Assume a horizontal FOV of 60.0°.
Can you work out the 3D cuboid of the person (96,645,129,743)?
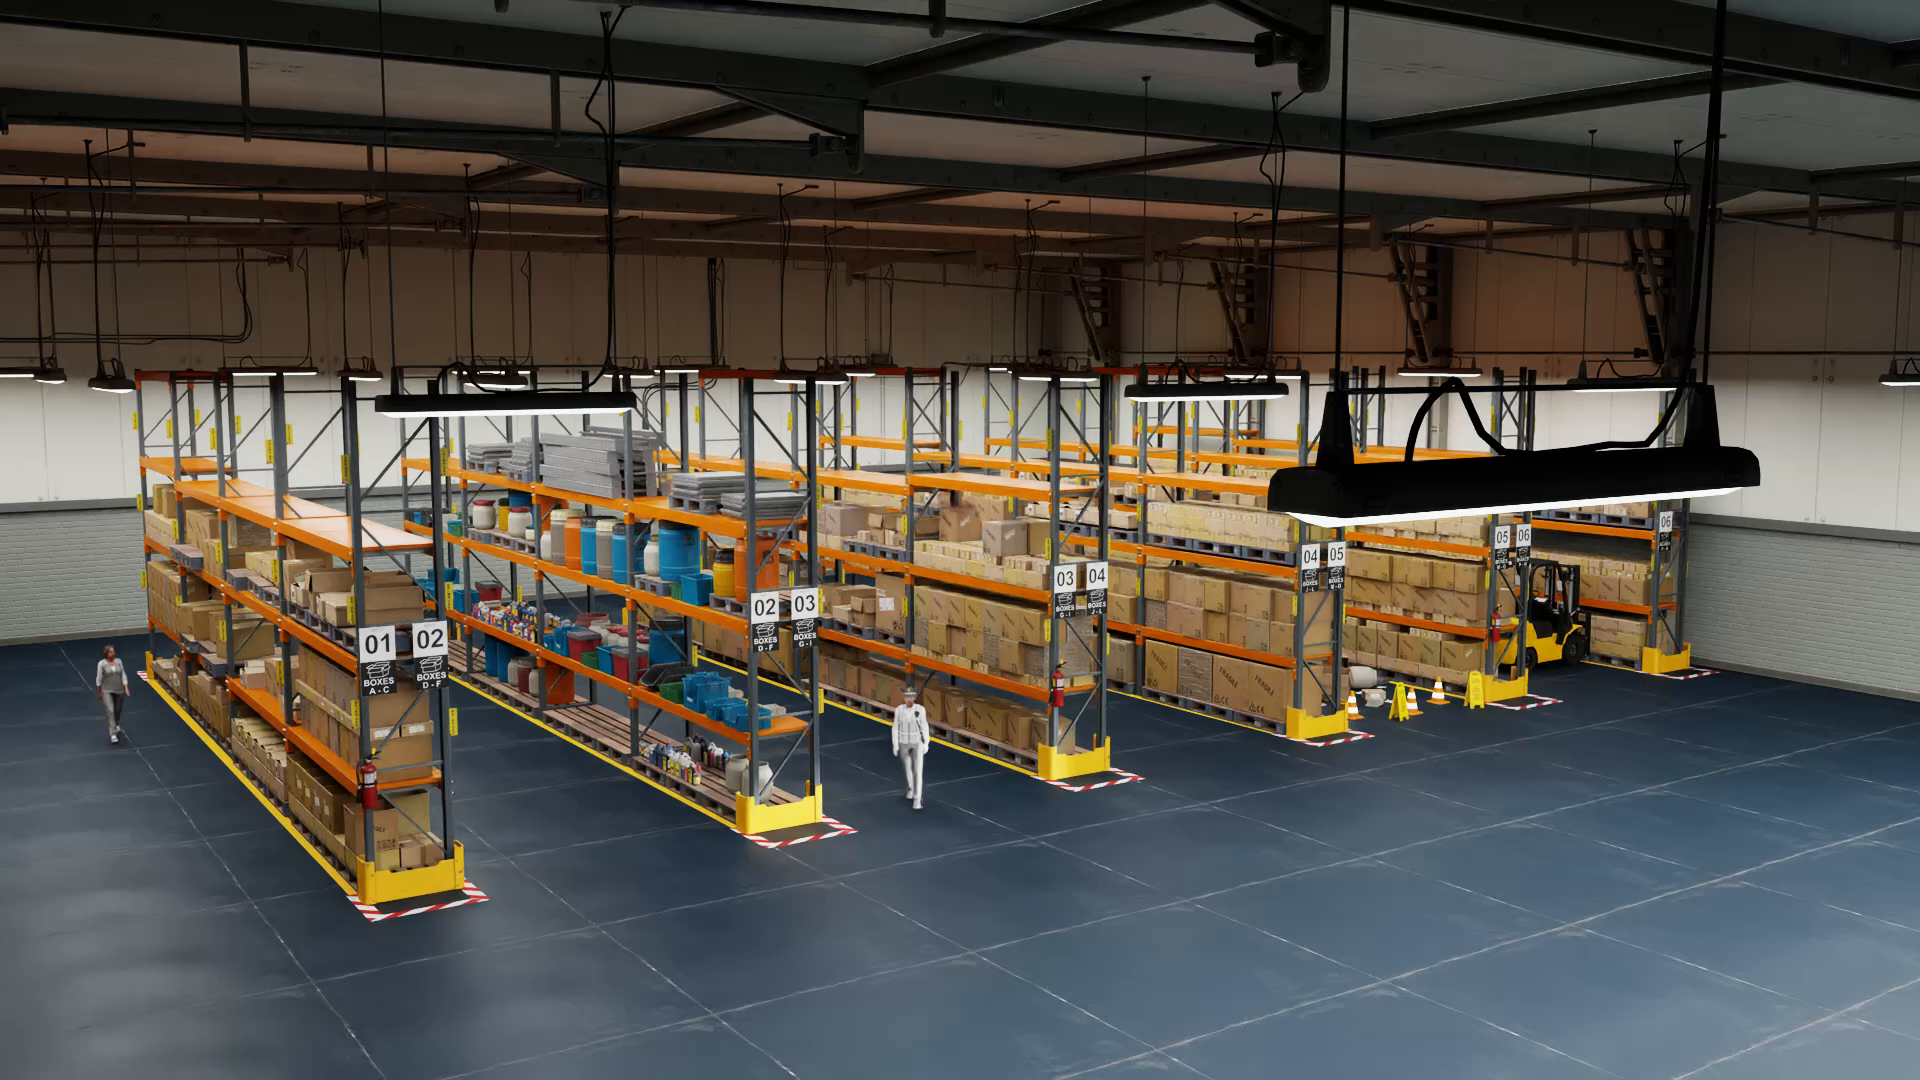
[{"bbox_3d":[-13.853,2.477,27.185,0.452,1.540,0.972,-5,8,-35],"label":"person"}]

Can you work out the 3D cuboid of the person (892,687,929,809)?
[{"bbox_3d":[-0.713,2.871,23.304,0.506,1.657,0.824,1,7,11],"label":"person"}]
